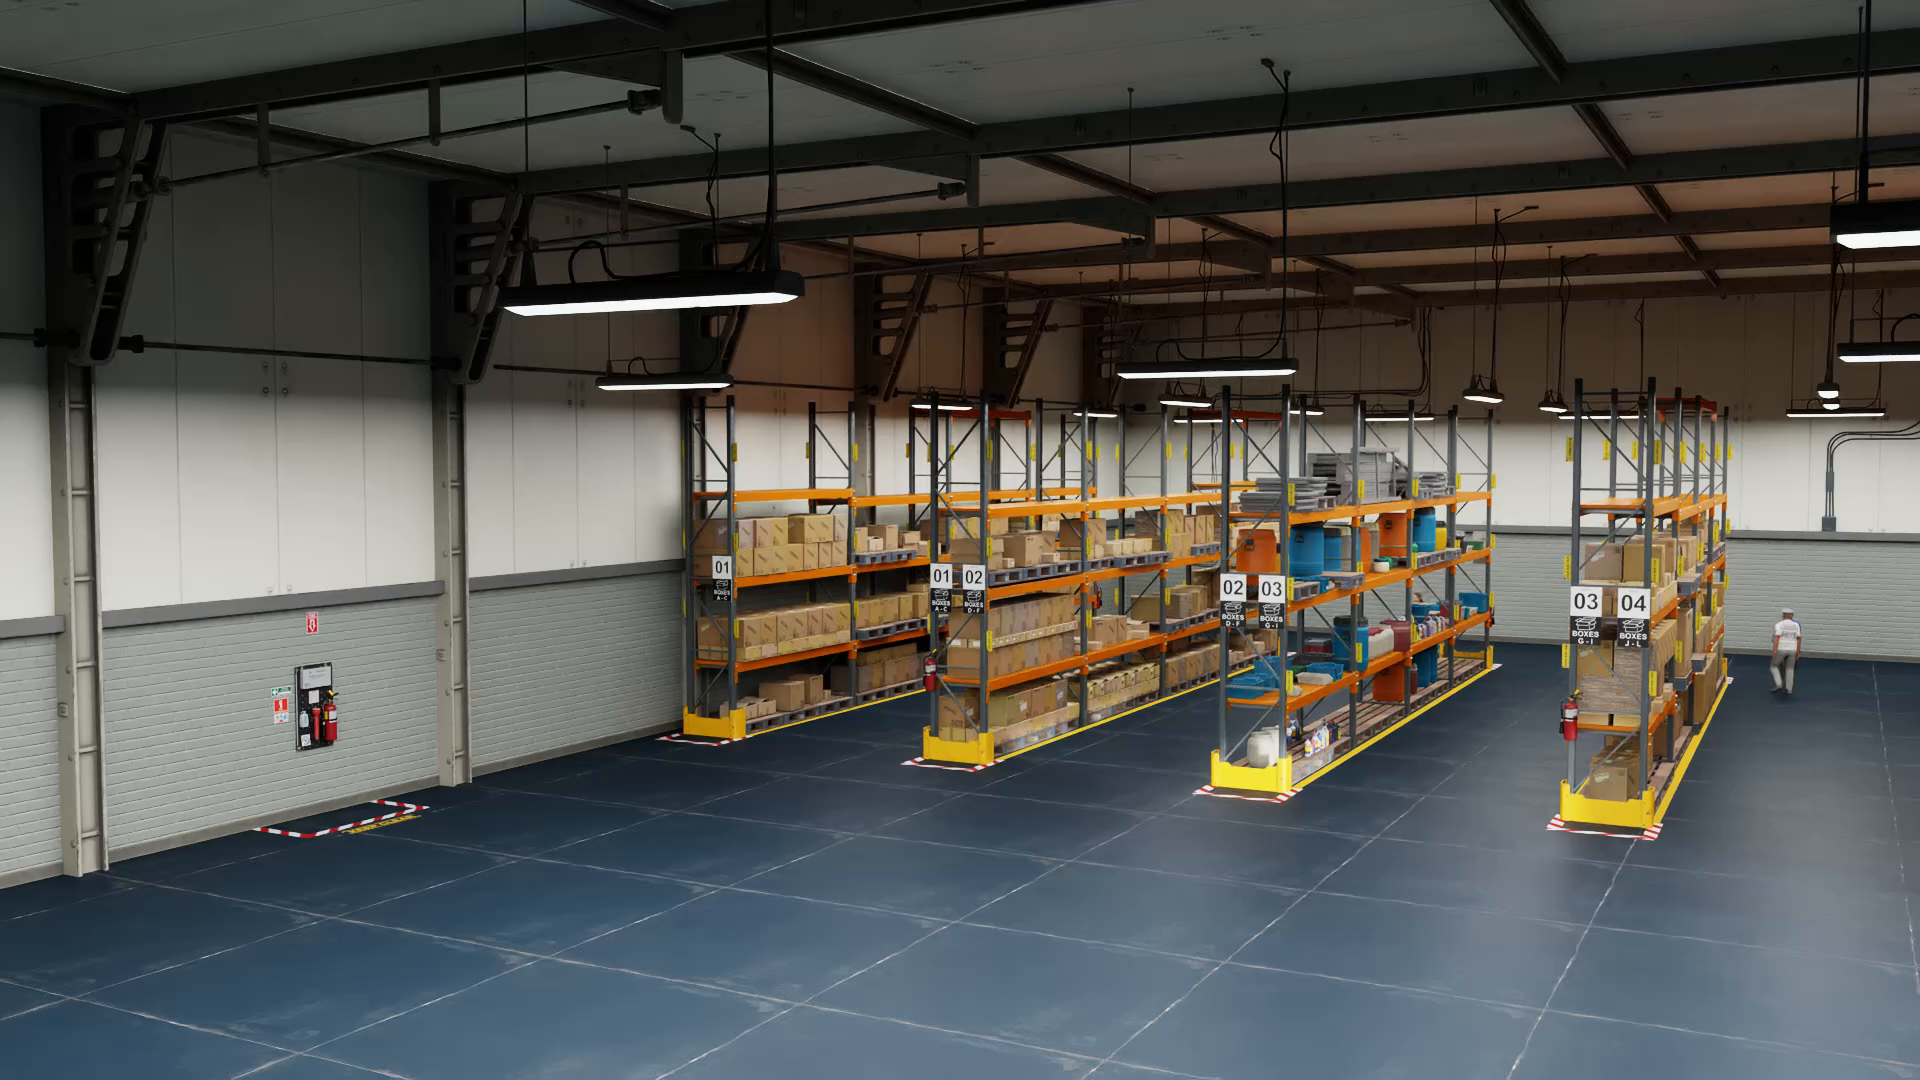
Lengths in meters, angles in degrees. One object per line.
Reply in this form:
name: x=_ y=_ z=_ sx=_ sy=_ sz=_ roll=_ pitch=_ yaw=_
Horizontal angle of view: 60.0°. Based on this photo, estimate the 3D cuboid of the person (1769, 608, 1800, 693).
person: x=17.144 y=2.312 z=34.533 sx=0.574 sy=1.784 sz=0.437 roll=0 pitch=3 yaw=2

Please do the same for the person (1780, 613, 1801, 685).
person: x=17.934 y=2.289 z=35.945 sx=0.442 sy=1.612 sz=0.863 roll=1 pitch=3 yaw=25

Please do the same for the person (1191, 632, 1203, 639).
person: x=5.983 y=2.006 z=41.717 sx=0.443 sy=1.601 sz=0.454 roll=0 pitch=3 yaw=0

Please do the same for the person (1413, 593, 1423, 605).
person: x=10.969 y=2.072 z=40.074 sx=1.023 sy=1.622 sz=0.502 roll=-3 pitch=4 yaw=-41
